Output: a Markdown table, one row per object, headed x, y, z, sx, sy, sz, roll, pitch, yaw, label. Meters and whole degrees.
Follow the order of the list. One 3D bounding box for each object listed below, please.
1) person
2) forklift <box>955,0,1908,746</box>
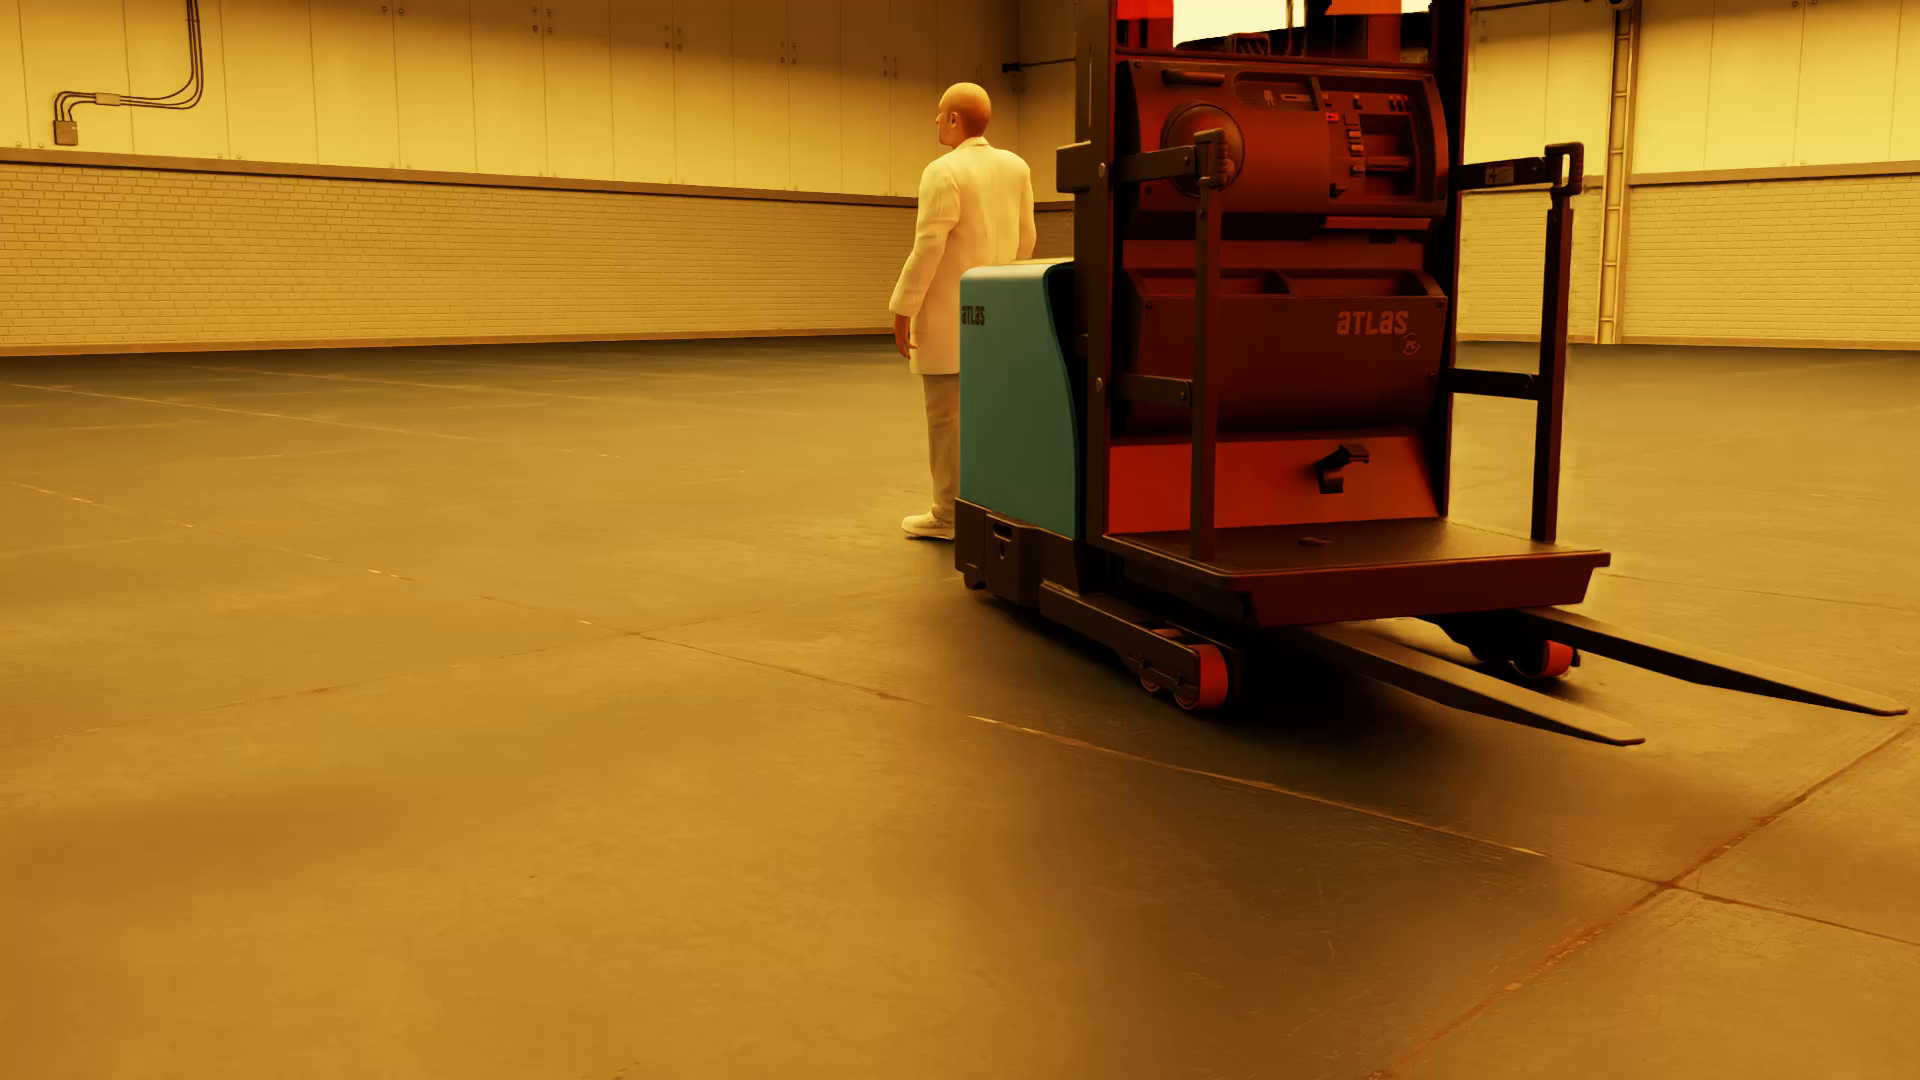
| x | y | z | sx | sy | sz | roll | pitch | yaw | label |
| --- | --- | --- | --- | --- | --- | --- | --- | --- | --- |
| -0.062 | -0.896 | 6.649 | 0.580 | 1.777 | 0.698 | 8 | 12 | 43 | person |
| 0.953 | -1.106 | 4.220 | 1.130 | 2.935 | 3.031 | -3 | 9 | -19 | forklift |
